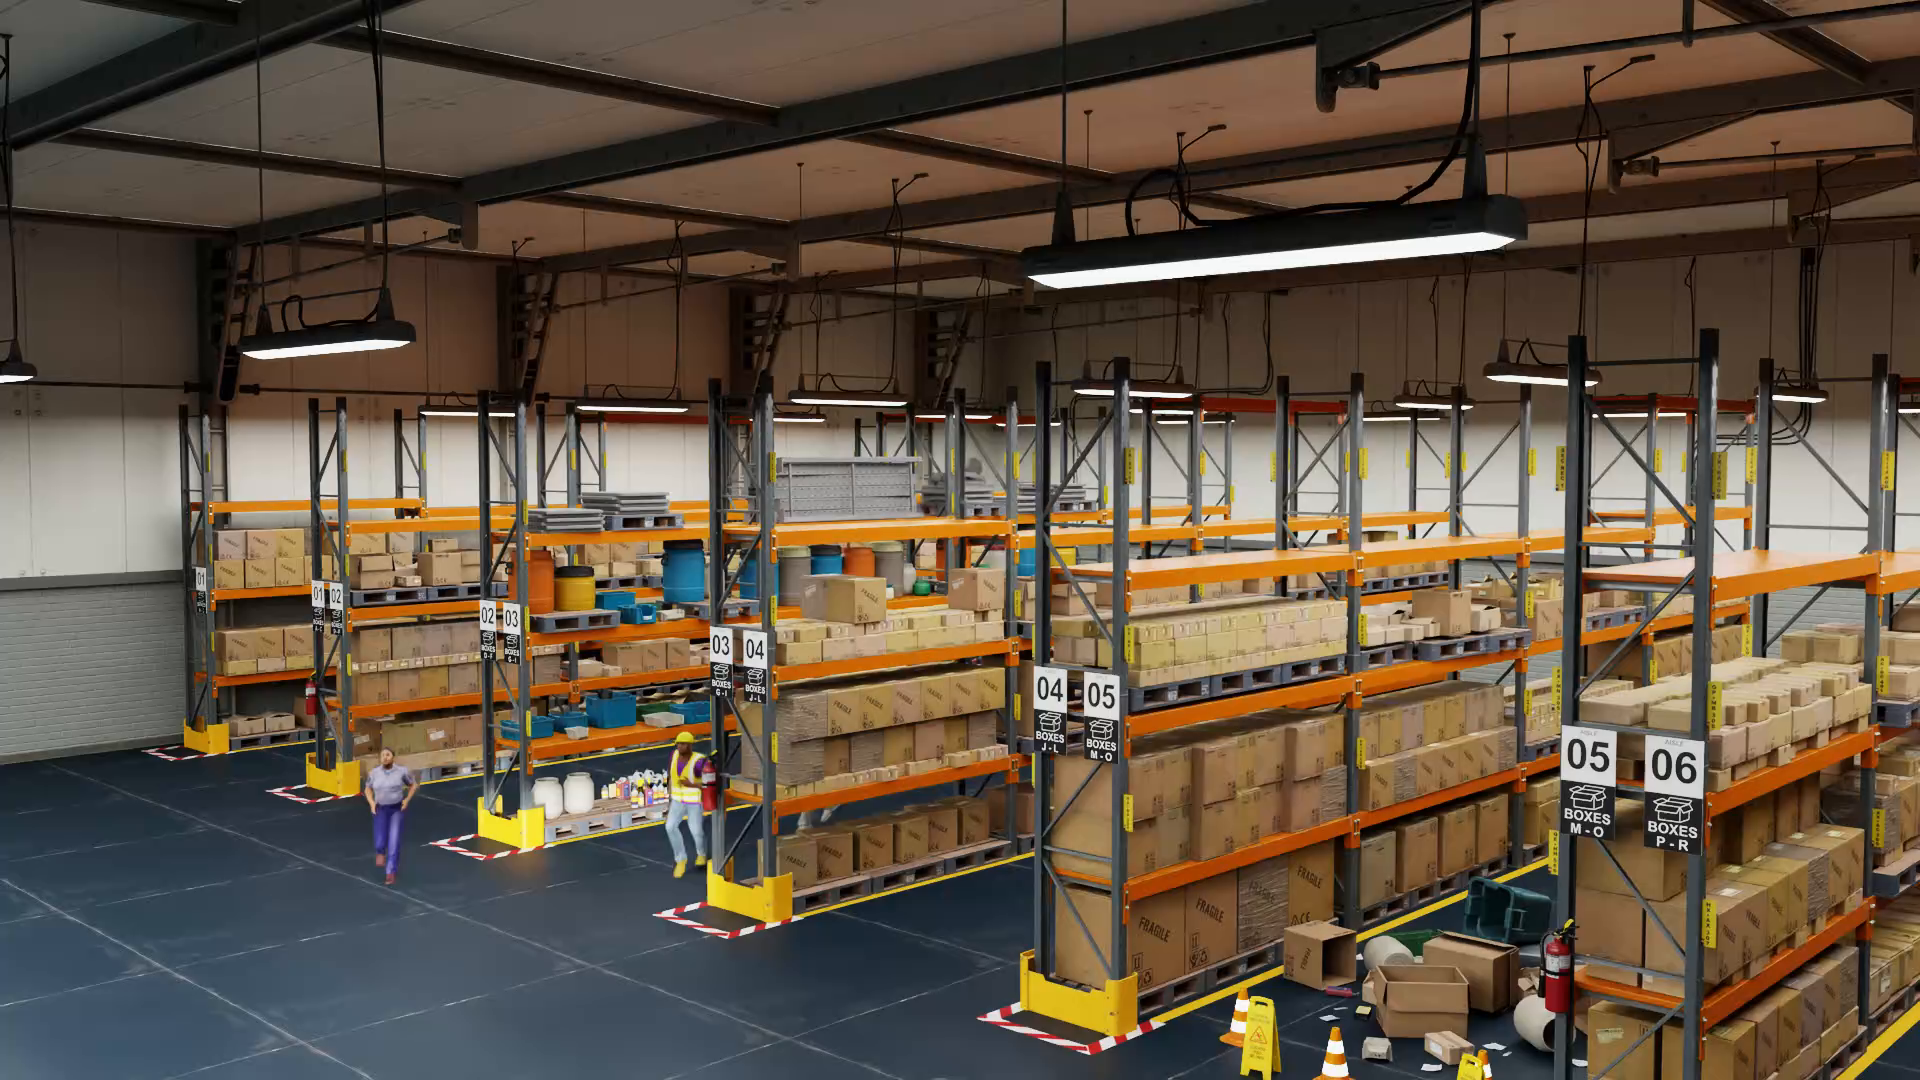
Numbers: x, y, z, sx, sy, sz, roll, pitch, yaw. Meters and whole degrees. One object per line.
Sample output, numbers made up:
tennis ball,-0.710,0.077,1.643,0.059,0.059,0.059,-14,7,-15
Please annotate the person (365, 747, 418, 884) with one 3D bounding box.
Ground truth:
person,-6.902,3.309,20.199,0.609,1.632,0.668,-1,3,-11

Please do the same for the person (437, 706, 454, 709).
person,-8.784,2.863,28.531,0.649,1.654,0.661,2,4,37

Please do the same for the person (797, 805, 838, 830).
person,-1.982,3.099,22.704,0.738,1.853,0.972,2,3,30

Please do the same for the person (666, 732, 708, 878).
person,-3.330,3.218,20.387,0.729,1.786,0.836,1,3,21
